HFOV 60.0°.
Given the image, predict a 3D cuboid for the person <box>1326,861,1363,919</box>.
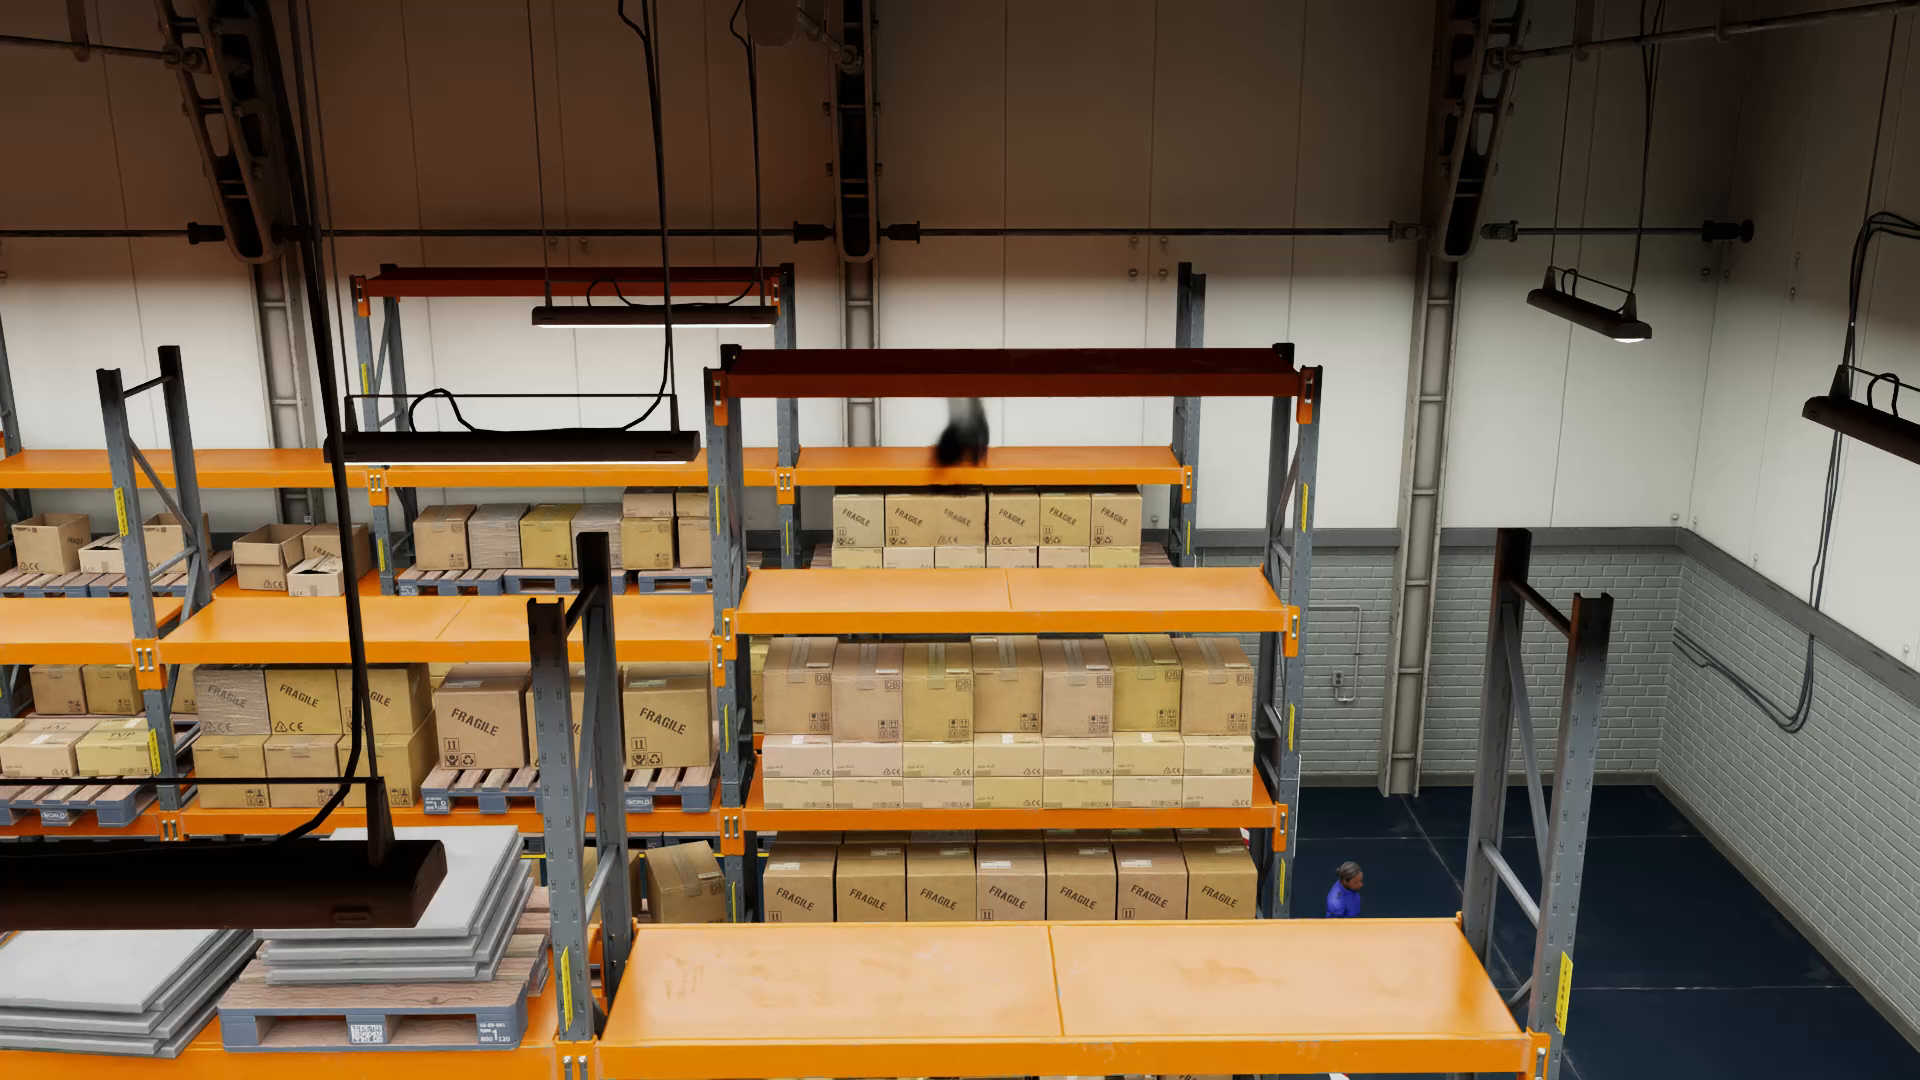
[{"bbox_3d":[3.133,3.395,14.027,0.603,1.689,0.636,-15,22,-42],"label":"person"}]
